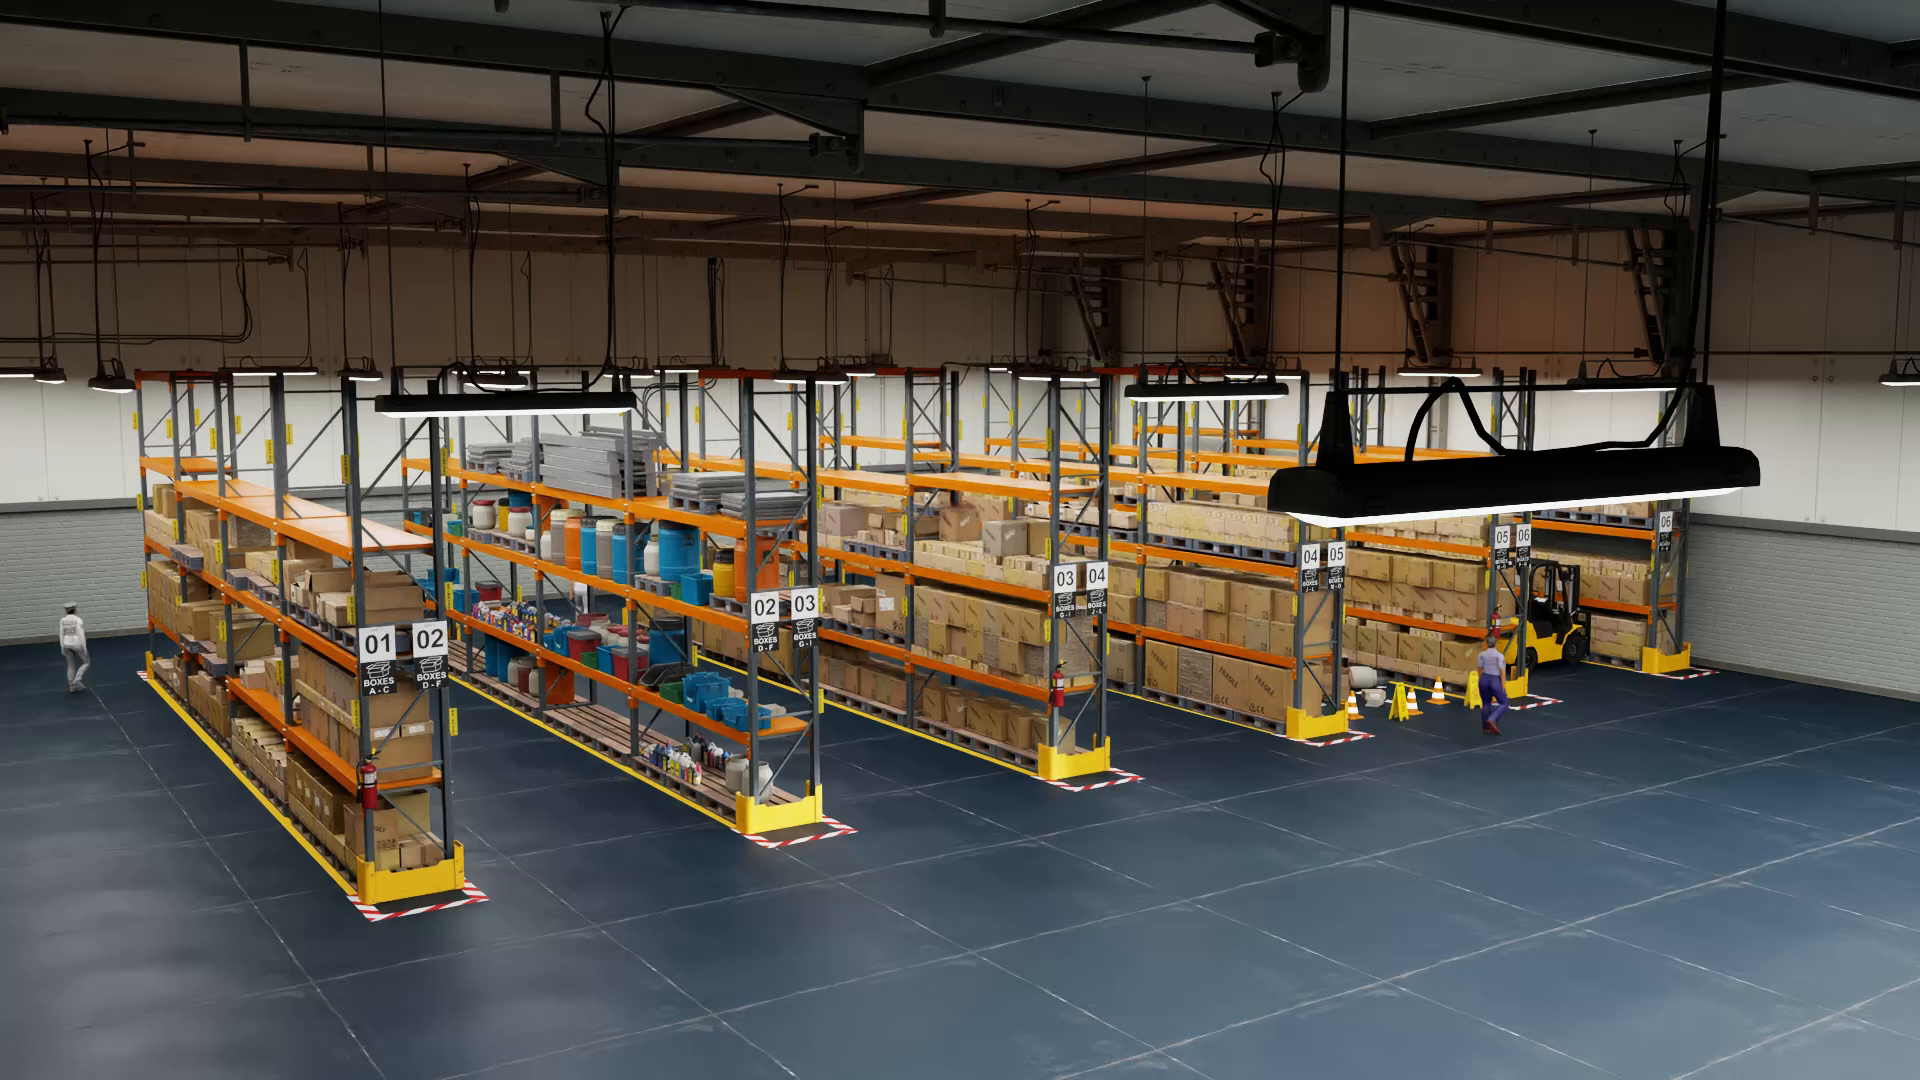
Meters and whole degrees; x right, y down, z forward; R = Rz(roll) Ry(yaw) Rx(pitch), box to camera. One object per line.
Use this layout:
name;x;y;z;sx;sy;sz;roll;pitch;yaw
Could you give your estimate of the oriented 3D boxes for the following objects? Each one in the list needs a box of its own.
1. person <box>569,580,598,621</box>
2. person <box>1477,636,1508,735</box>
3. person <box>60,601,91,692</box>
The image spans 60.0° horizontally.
person;-8.611;1.173;37.999;0.587;1.750;0.654;1;7;11
person;8.777;2.402;27.490;0.518;1.640;0.547;6;9;42
person;-16.560;2.001;31.031;0.514;1.677;0.449;1;7;8
